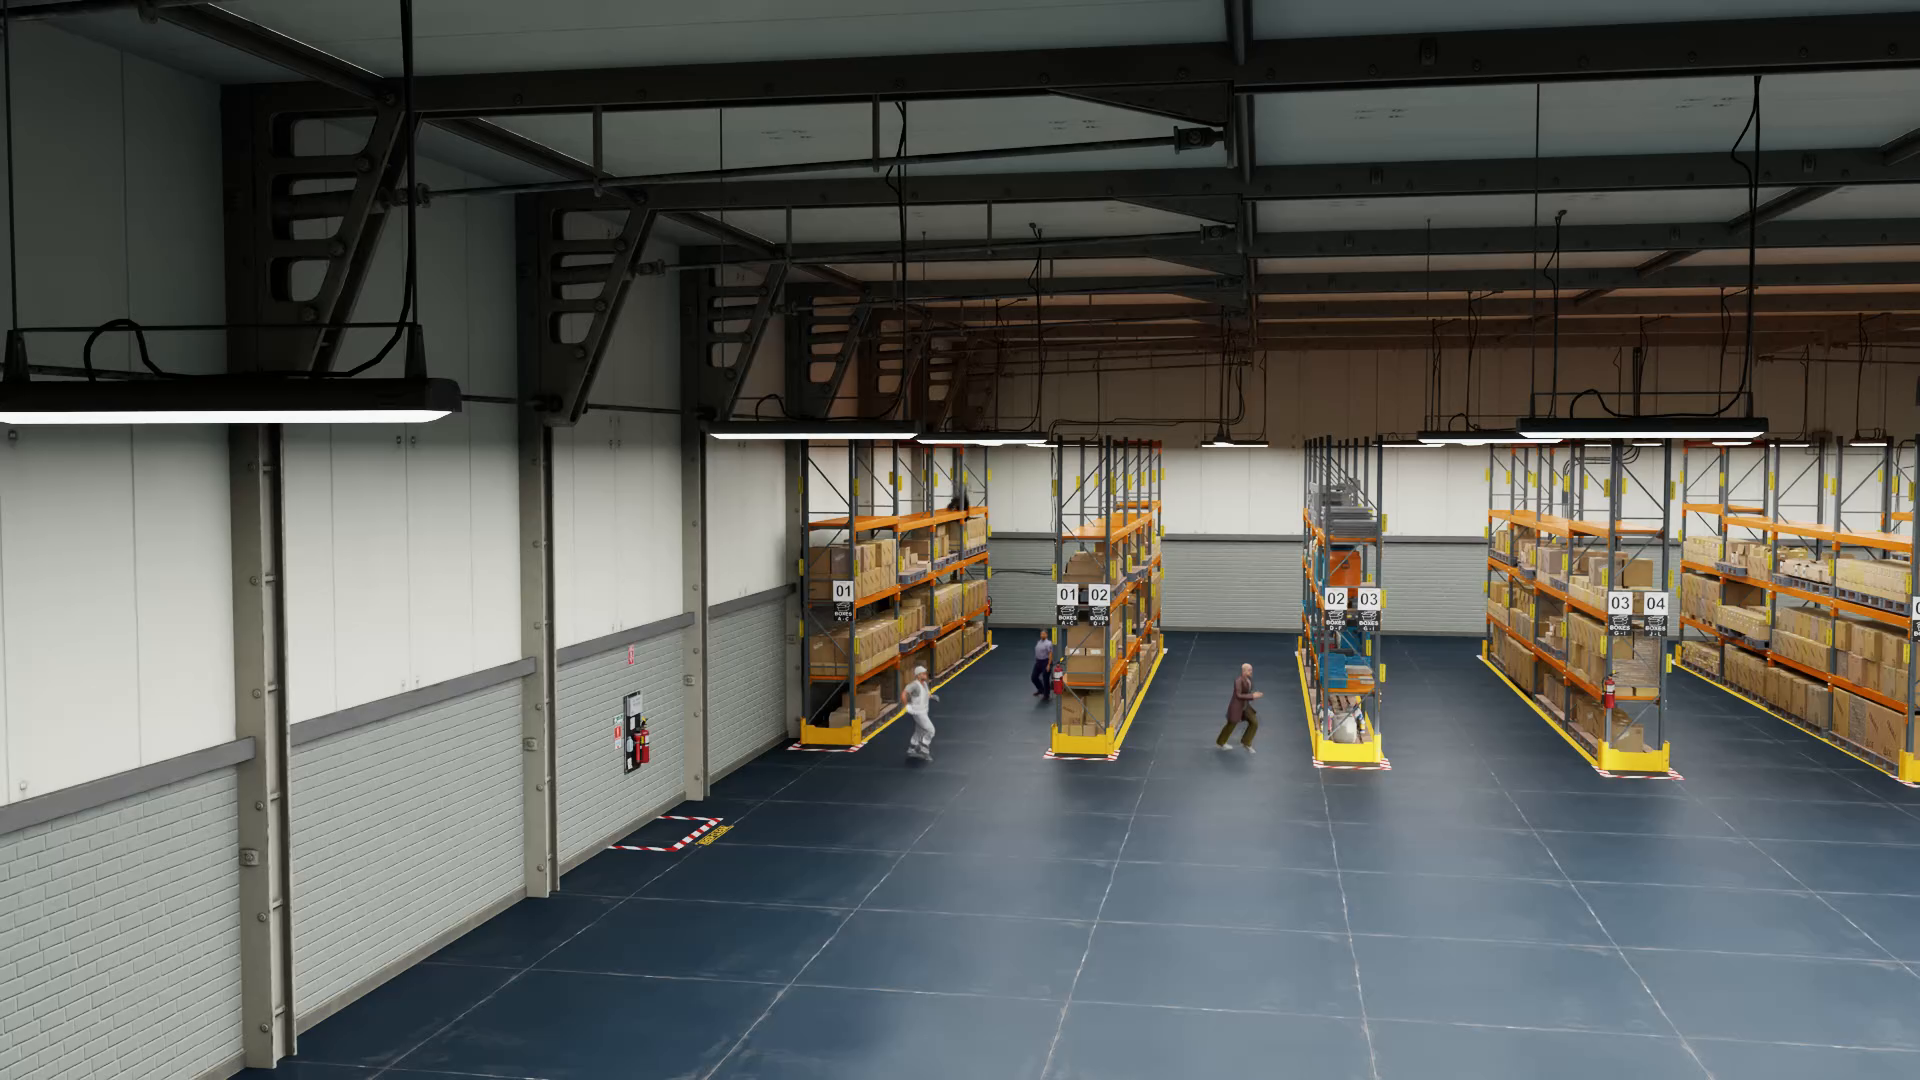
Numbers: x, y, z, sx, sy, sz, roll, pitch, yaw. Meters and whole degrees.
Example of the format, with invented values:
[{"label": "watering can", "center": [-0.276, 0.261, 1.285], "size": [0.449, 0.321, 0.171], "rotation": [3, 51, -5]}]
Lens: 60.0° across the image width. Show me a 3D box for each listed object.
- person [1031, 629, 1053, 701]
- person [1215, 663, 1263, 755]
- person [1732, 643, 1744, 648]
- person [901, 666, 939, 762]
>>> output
[{"label": "person", "center": [1.900, 2.858, 38.098], "size": [0.650, 1.667, 0.466], "rotation": [3, 4, 45]}, {"label": "person", "center": [5.278, 3.171, 31.283], "size": [1.058, 1.738, 0.705], "rotation": [3, 4, 45]}, {"label": "person", "center": [21.088, 2.463, 44.698], "size": [0.661, 1.734, 0.710], "rotation": [-3, 4, -39]}, {"label": "person", "center": [-0.744, 3.194, 30.425], "size": [0.674, 1.794, 0.786], "rotation": [1, 3, 23]}]
